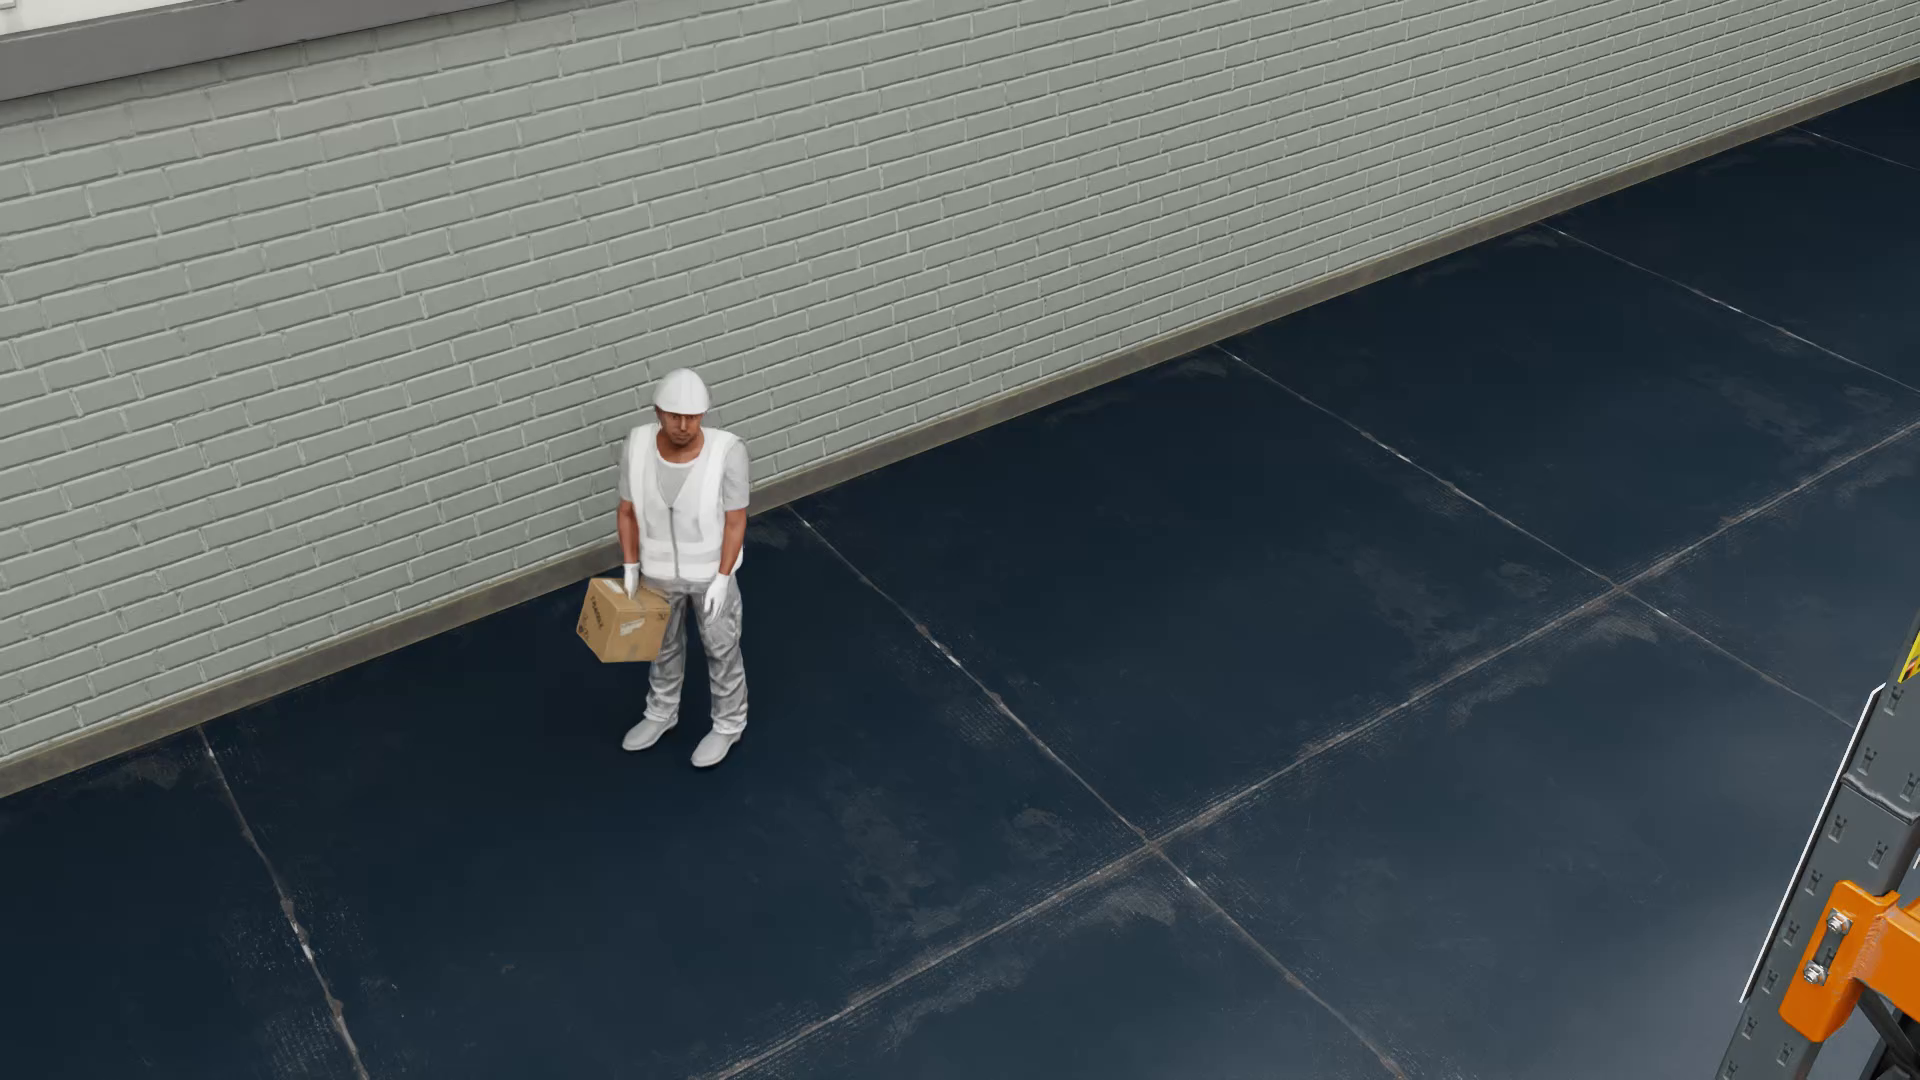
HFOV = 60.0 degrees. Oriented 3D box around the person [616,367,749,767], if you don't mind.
[{"bbox_3d":[-1.149,0.134,6.777,0.610,1.791,0.472,5,36,7],"label":"person"}]
